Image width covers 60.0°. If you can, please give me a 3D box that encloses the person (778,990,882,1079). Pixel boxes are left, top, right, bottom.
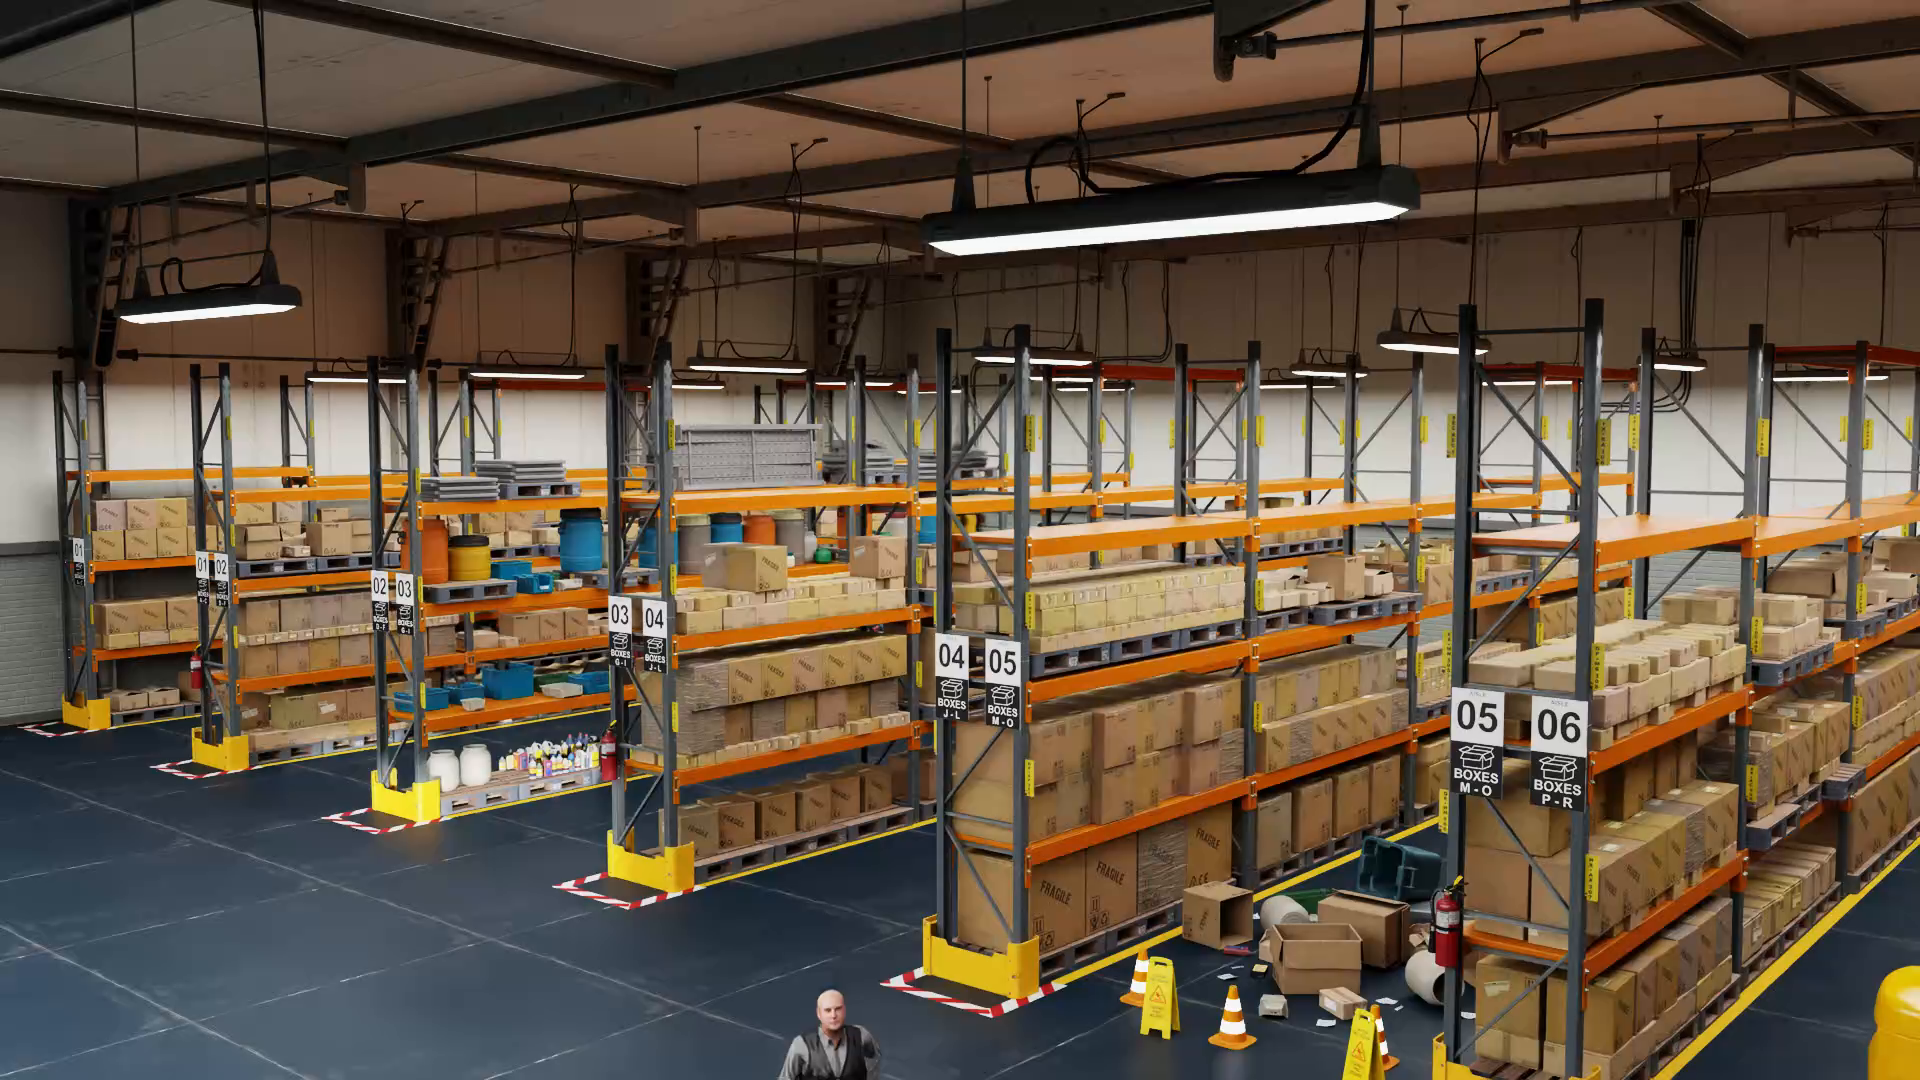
[{"bbox_3d":[-0.774,3.569,10.062,0.666,1.723,0.962,-1,4,-10],"label":"person"}]

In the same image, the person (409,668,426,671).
[{"bbox_3d":[-9.577,2.236,29.377,0.584,1.614,0.724,3,5,33],"label":"person"}]
